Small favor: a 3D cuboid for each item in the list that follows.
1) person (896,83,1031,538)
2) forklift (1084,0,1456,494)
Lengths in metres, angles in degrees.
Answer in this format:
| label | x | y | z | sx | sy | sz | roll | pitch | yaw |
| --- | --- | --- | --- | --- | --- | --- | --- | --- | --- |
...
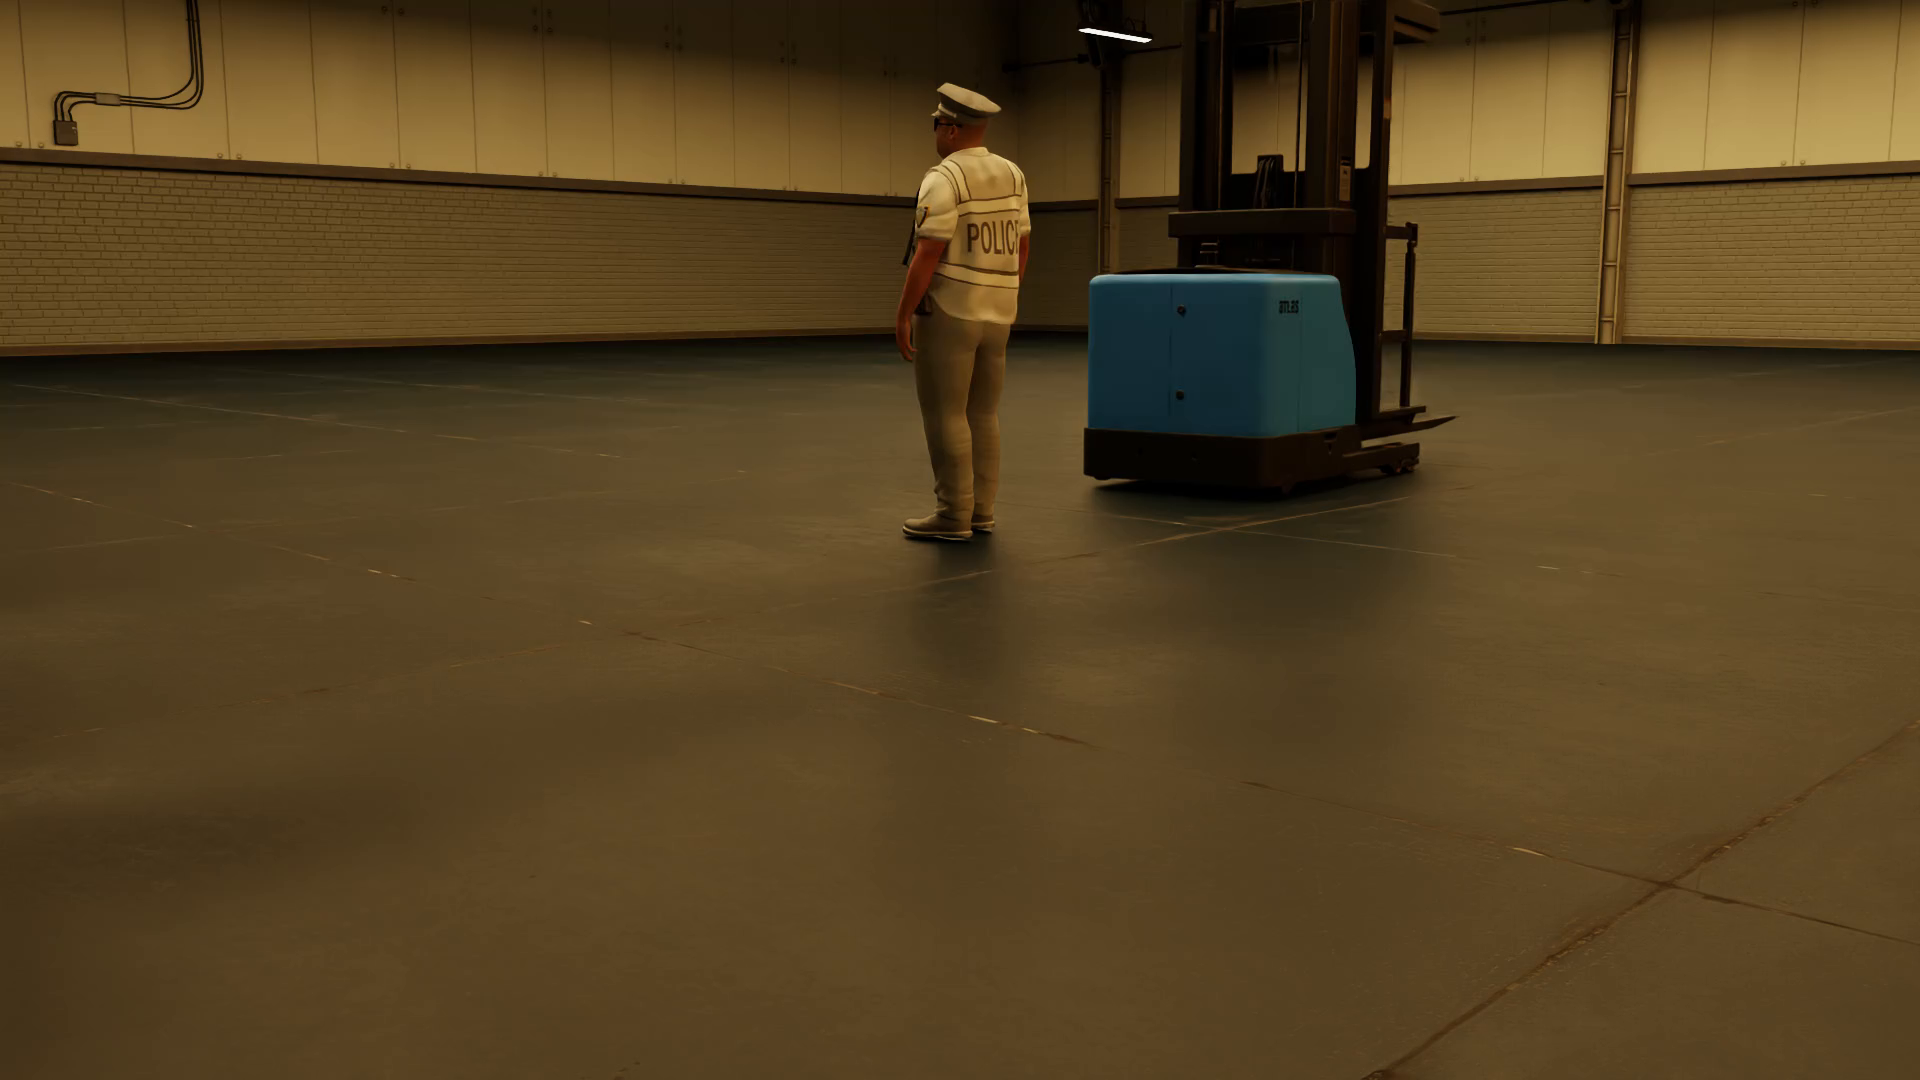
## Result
| label | x | y | z | sx | sy | sz | roll | pitch | yaw |
| --- | --- | --- | --- | --- | --- | --- | --- | --- | --- |
| person | -0.048 | -0.898 | 6.645 | 0.574 | 1.780 | 0.641 | 8 | 12 | 43 |
| forklift | 1.905 | -1.843 | 9.111 | 1.130 | 2.935 | 3.031 | 6 | 11 | 36 |
